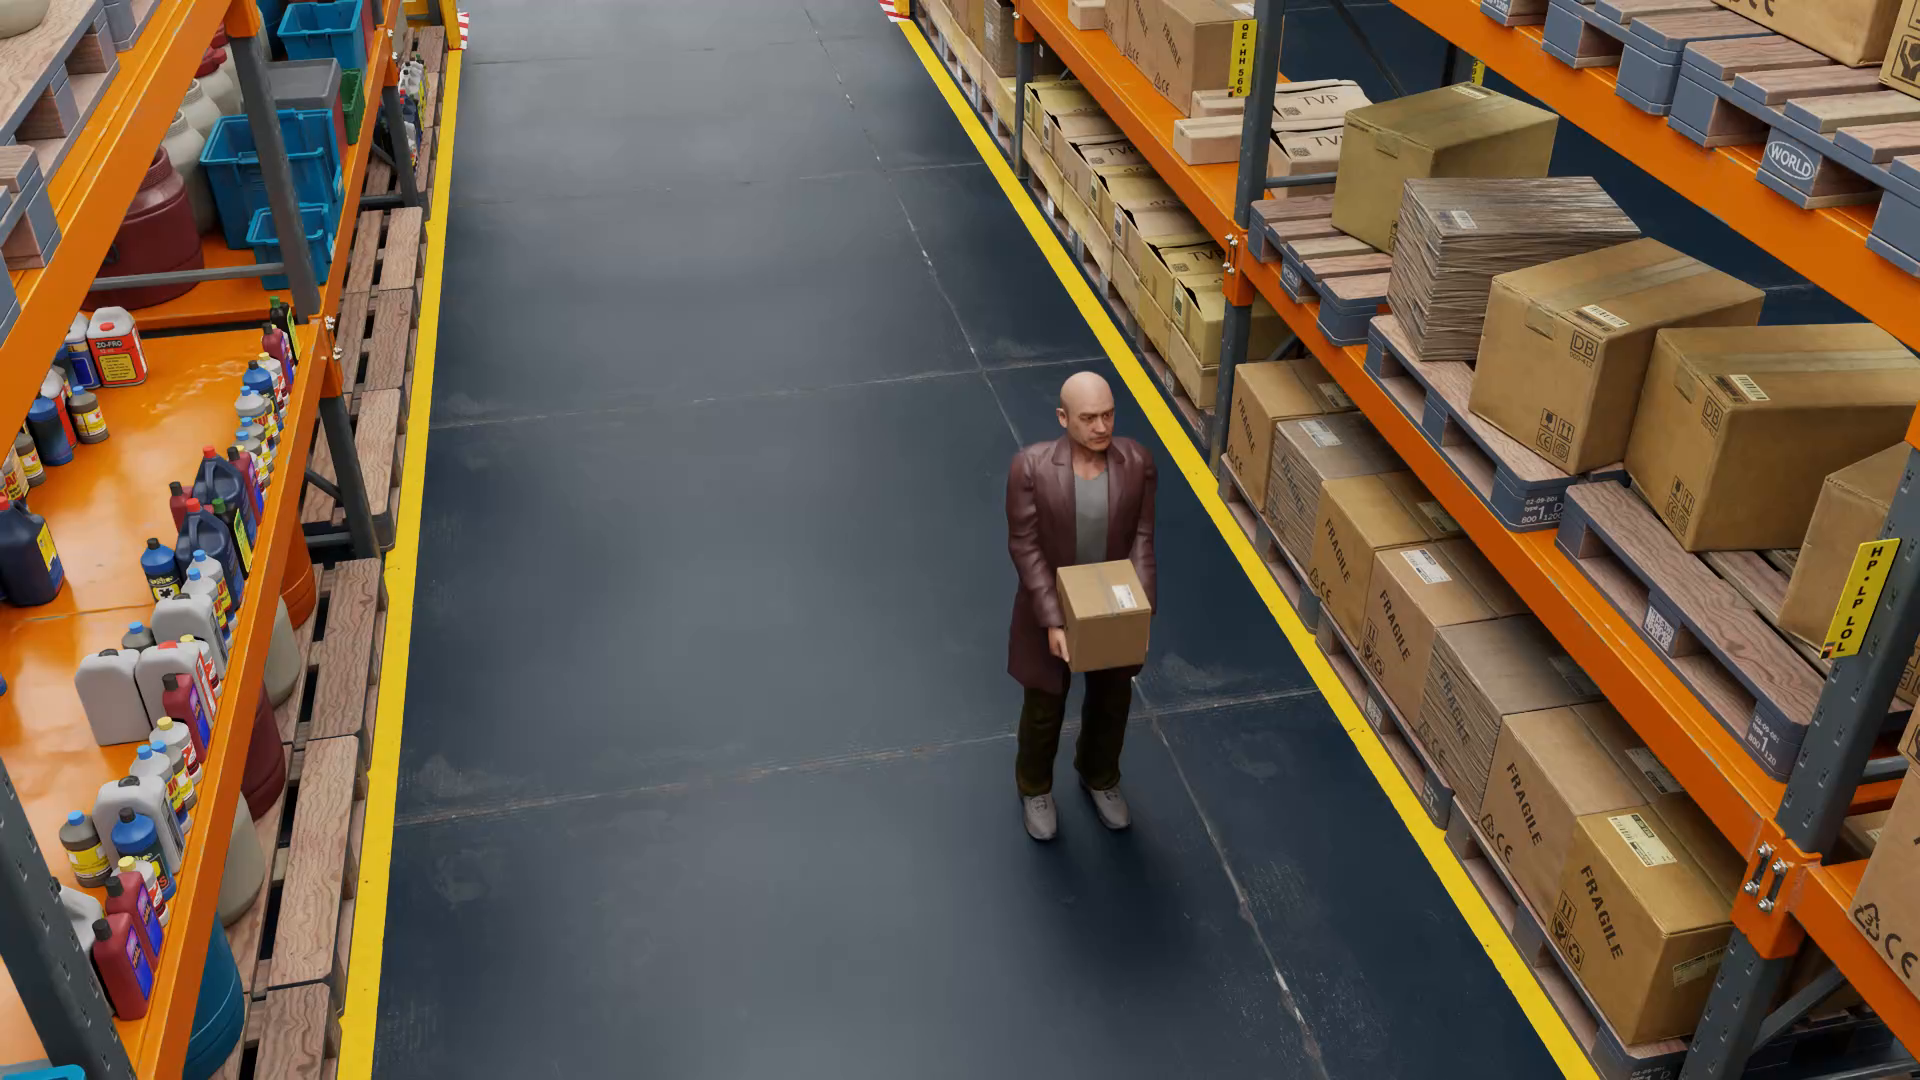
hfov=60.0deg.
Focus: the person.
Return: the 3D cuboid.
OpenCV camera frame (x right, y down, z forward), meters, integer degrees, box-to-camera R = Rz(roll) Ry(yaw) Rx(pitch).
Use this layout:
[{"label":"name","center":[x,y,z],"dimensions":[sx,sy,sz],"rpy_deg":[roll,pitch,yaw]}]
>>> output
[{"label":"person","center":[0.435,0.299,5.715],"dimensions":[0.529,1.768,0.555],"rpy_deg":[-7,34,-10]}]
